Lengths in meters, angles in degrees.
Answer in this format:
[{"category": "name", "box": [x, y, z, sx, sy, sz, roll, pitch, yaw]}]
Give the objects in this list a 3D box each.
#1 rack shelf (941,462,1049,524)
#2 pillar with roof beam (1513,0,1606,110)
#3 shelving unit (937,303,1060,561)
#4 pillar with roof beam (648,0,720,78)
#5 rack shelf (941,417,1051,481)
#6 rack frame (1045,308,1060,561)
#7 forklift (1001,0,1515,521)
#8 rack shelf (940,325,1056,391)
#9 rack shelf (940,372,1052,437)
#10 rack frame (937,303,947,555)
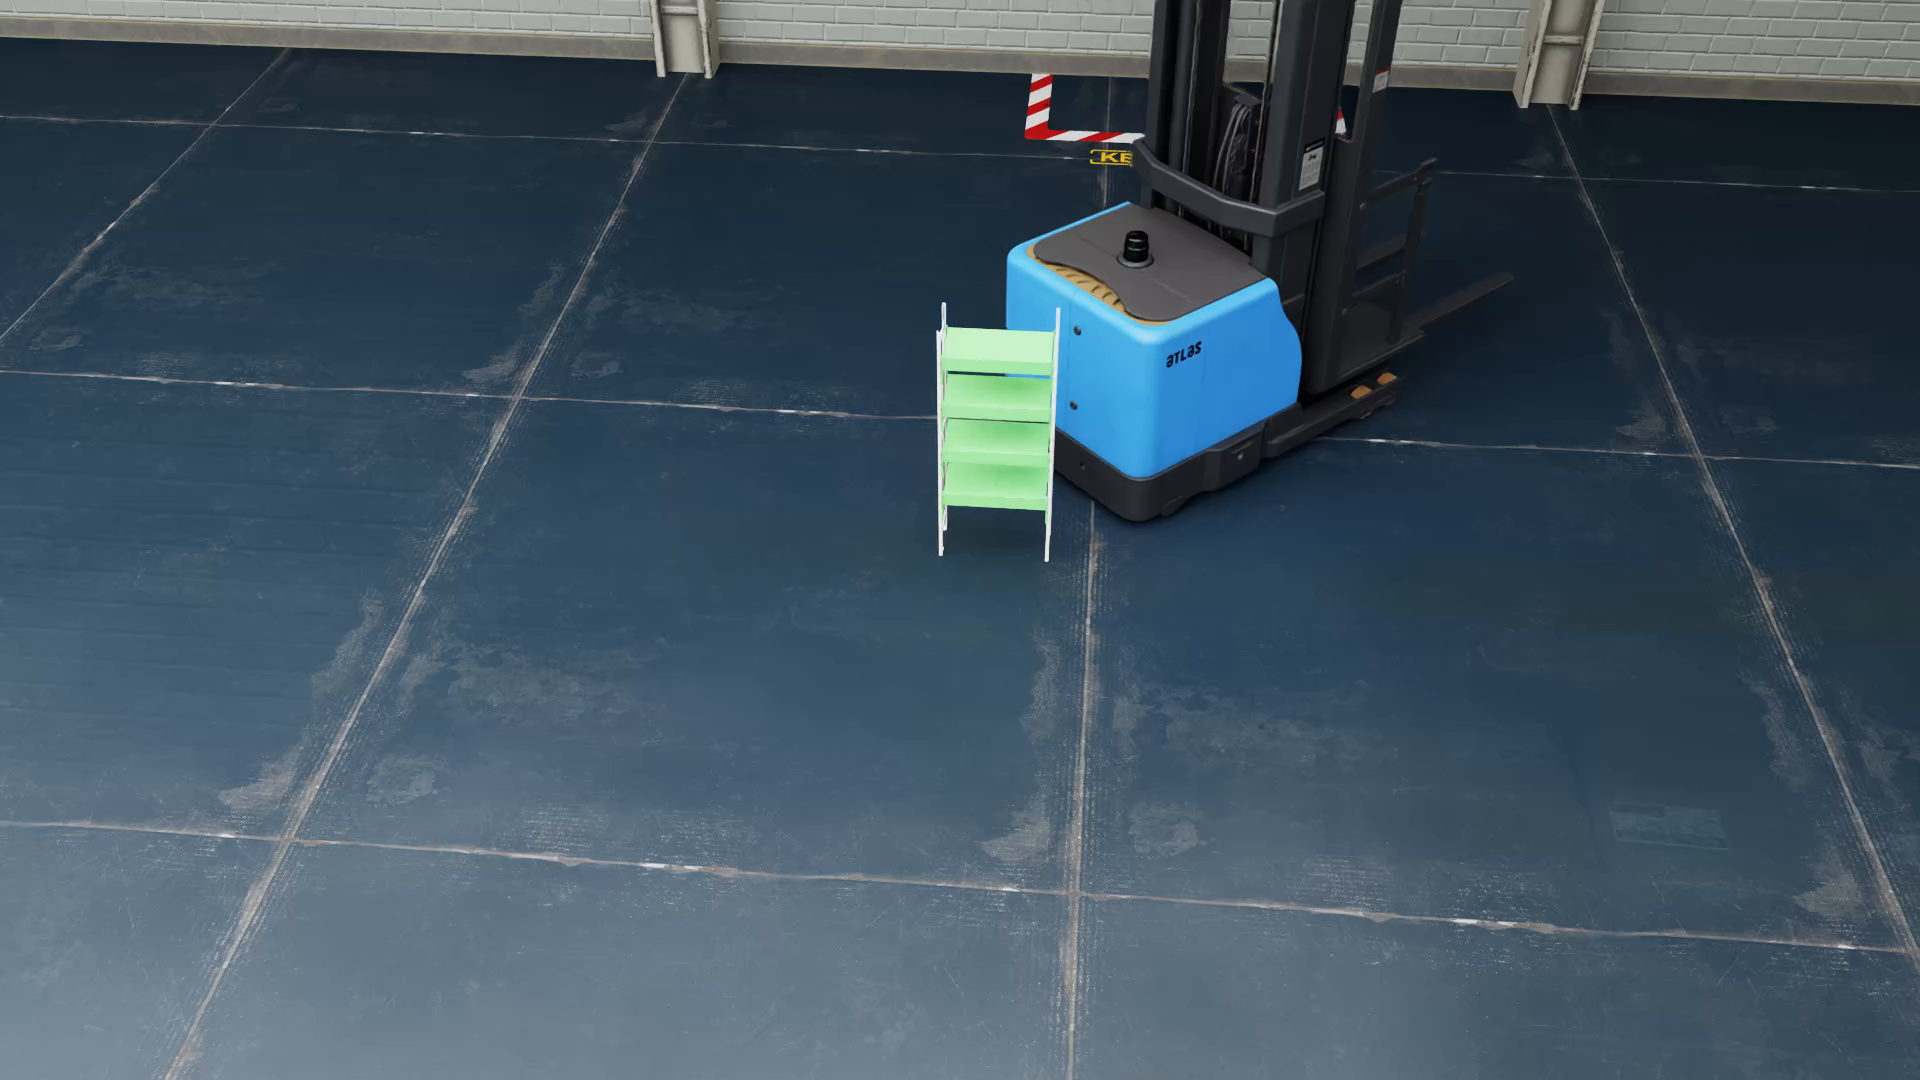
[{"category": "rack shelf", "box": [0.165, -0.221, 7.552, 0.480, 0.148, 0.258, 3, 39, 4]}, {"category": "pillar with roof beam", "box": [3.671, -3.830, 5.326, 0.400, 9.000, 9.100, 3, 39, 4]}, {"category": "shelving unit", "box": [0.165, -0.456, 7.360, 0.503, 1.200, 0.258, 3, 39, 4]}, {"category": "pillar with roof beam", "box": [-2.307, -4.156, 5.728, 0.400, 9.000, 9.100, 3, 39, 4]}, {"category": "rack shelf", "box": [0.165, -0.407, 7.400, 0.480, 0.148, 0.258, 3, 39, 4]}, {"category": "rack frame", "box": [0.408, -0.443, 7.344, 0.015, 1.200, 0.240, 3, 39, 4]}, {"category": "forklift", "box": [1.673, -1.994, 7.878, 3.031, 2.935, 1.130, -27, 46, -29]}, {"category": "rack shelf", "box": [0.165, -0.779, 7.097, 0.480, 0.148, 0.258, 3, 39, 4]}, {"category": "rack shelf", "box": [0.165, -0.593, 7.249, 0.480, 0.148, 0.258, 3, 39, 4]}, {"category": "rack frame", "box": [-0.078, -0.470, 7.376, 0.015, 1.200, 0.240, 3, 39, 4]}]
